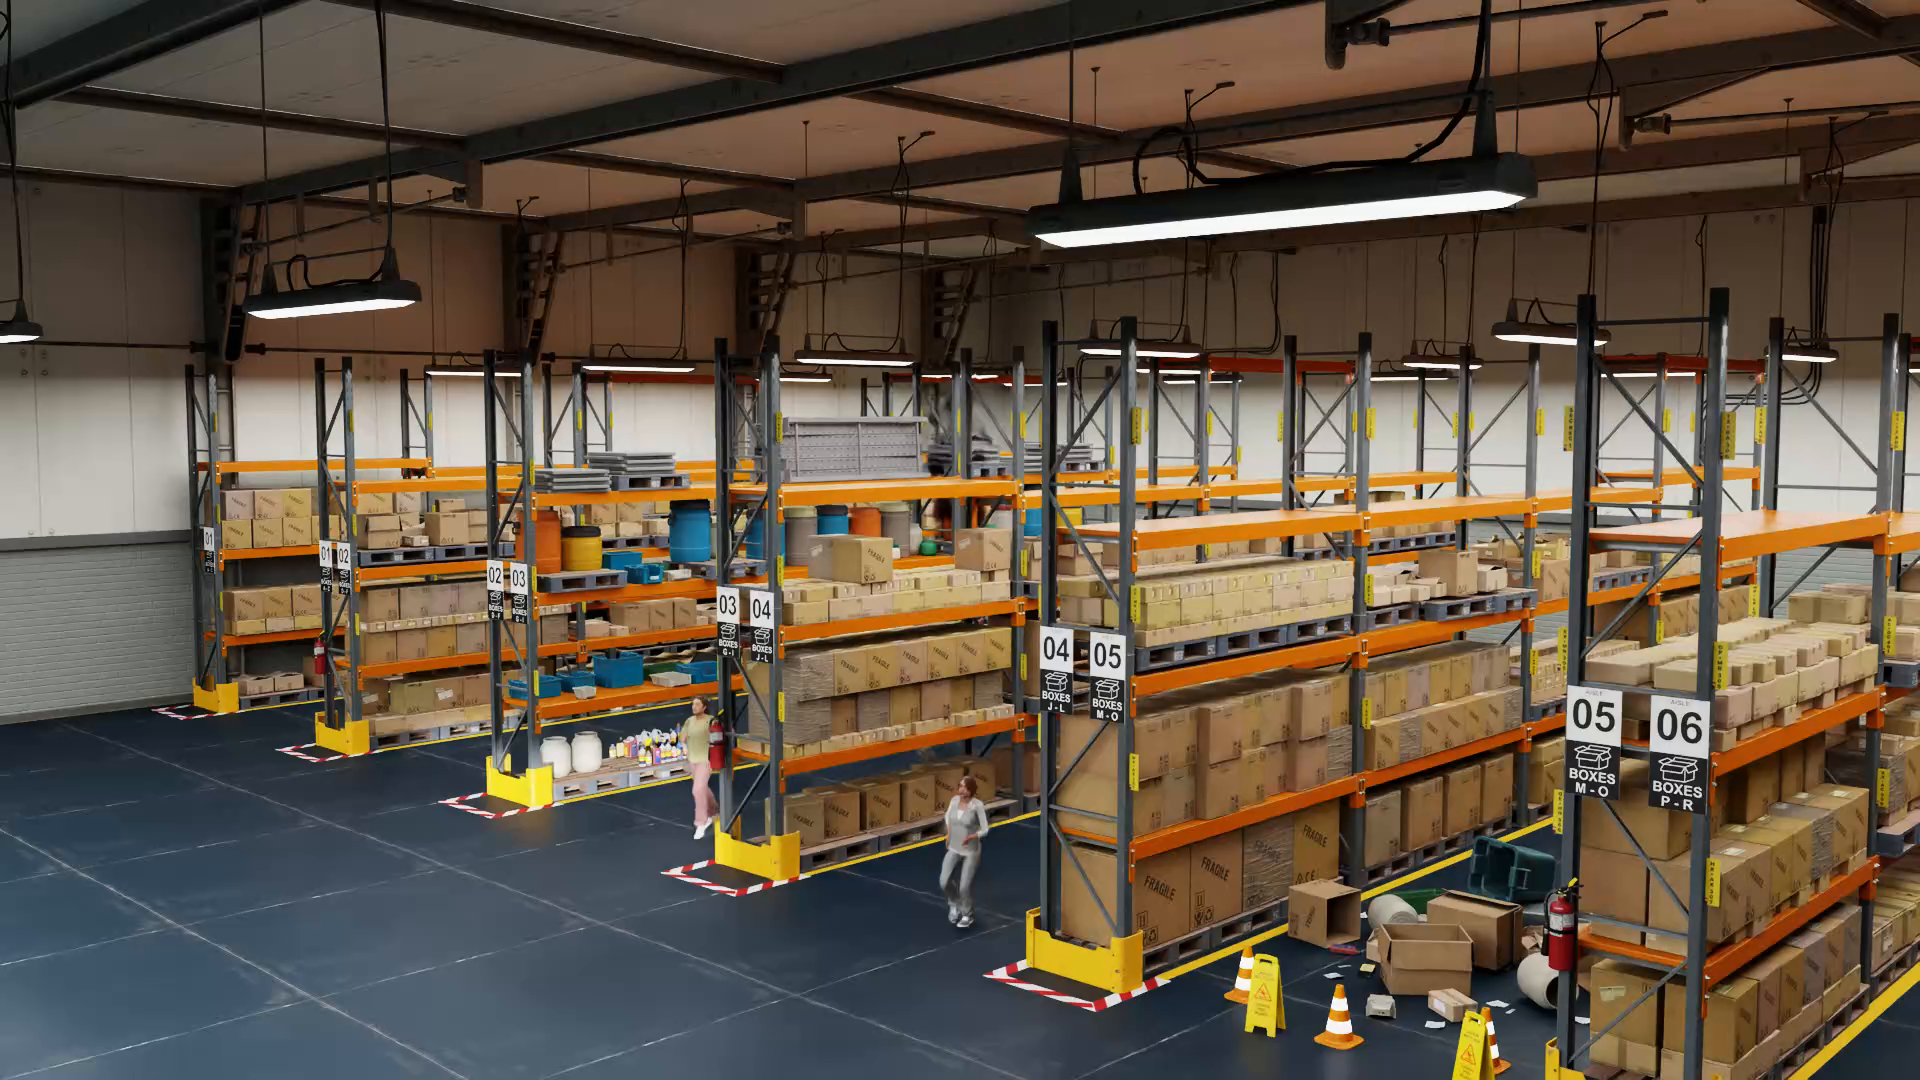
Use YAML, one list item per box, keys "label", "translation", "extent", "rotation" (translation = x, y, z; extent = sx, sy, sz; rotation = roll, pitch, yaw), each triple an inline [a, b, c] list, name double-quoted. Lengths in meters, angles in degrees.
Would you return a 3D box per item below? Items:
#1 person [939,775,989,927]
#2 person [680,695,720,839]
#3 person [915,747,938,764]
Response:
- label: "person"
  translation: [0.013, 3.116, 16.553]
  extent: [0.536, 1.555, 0.563]
  rotation: [2, 5, 24]
- label: "person"
  translation: [-3.172, 2.763, 20.475]
  extent: [0.581, 1.737, 0.691]
  rotation: [3, 5, 30]
- label: "person"
  translation: [-0.479, 2.555, 23.031]
  extent: [0.594, 1.745, 0.712]
  rotation: [4, 6, 44]
